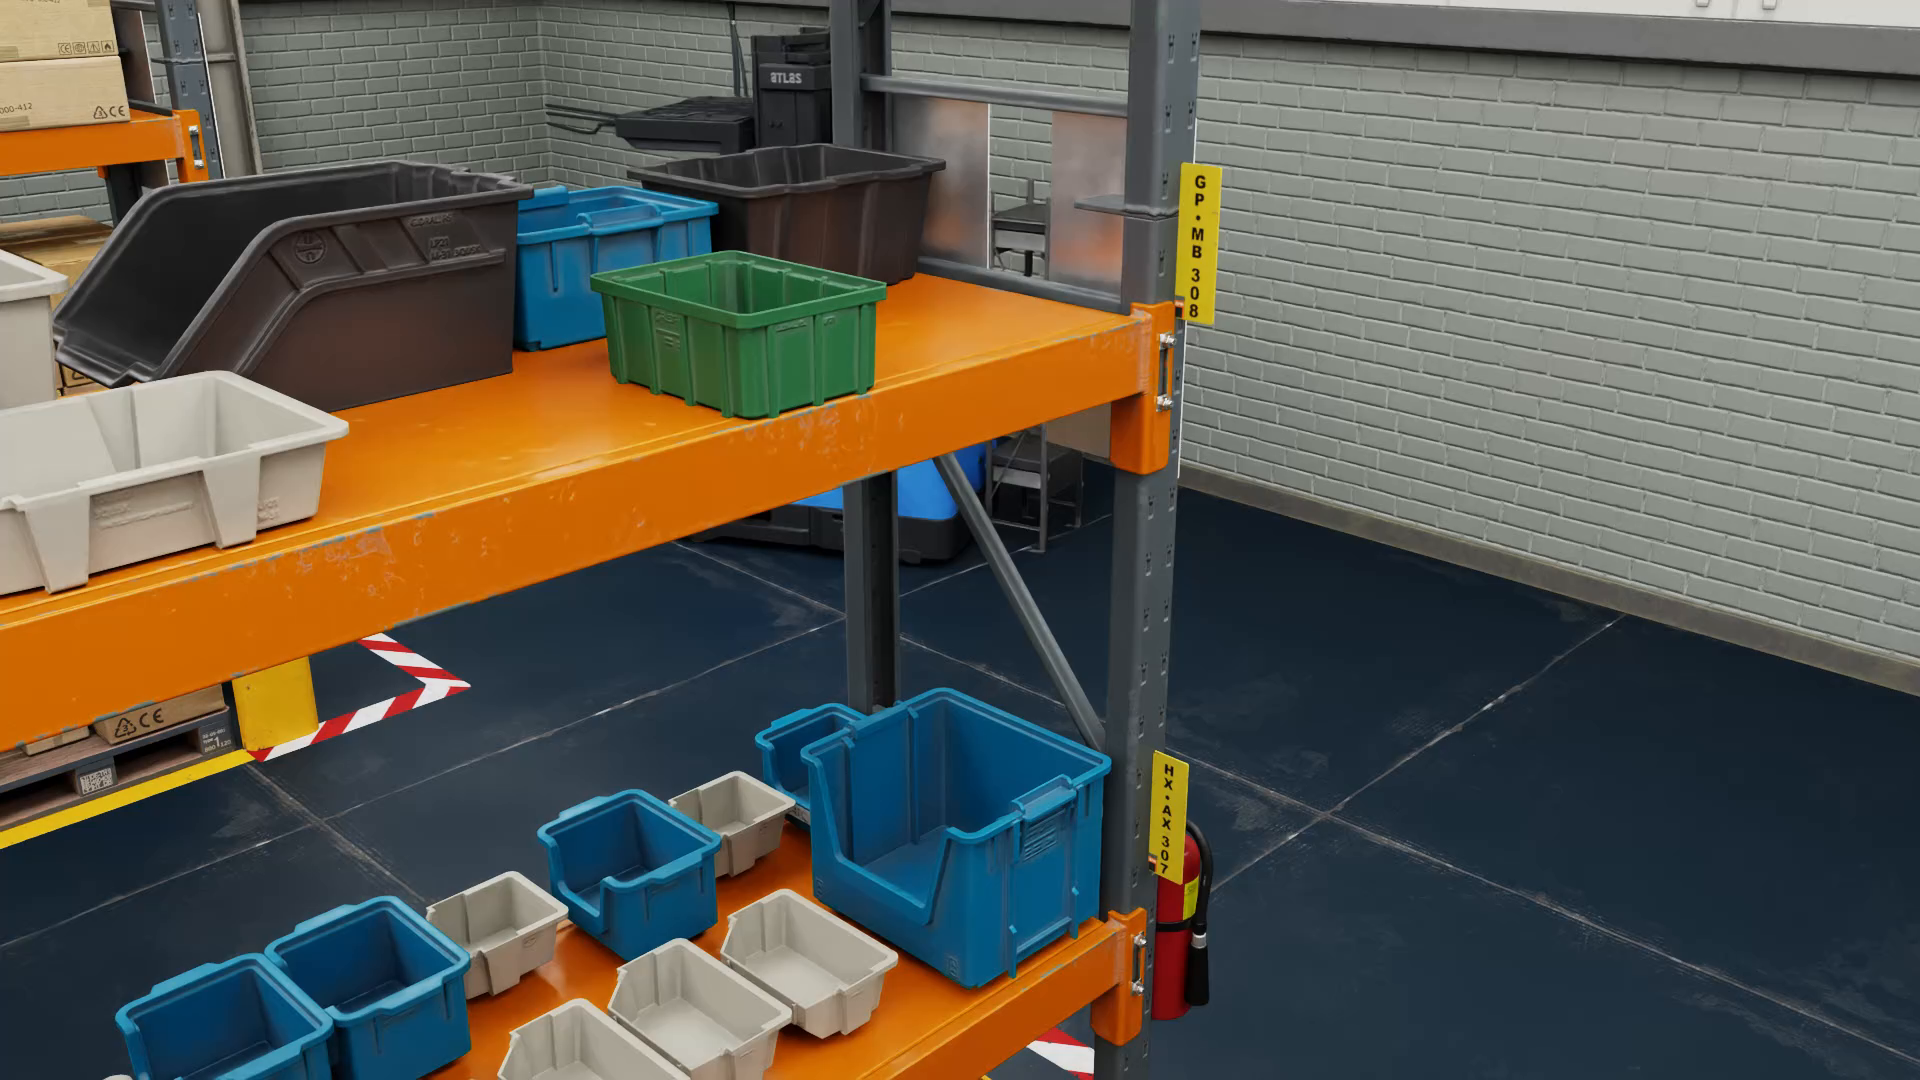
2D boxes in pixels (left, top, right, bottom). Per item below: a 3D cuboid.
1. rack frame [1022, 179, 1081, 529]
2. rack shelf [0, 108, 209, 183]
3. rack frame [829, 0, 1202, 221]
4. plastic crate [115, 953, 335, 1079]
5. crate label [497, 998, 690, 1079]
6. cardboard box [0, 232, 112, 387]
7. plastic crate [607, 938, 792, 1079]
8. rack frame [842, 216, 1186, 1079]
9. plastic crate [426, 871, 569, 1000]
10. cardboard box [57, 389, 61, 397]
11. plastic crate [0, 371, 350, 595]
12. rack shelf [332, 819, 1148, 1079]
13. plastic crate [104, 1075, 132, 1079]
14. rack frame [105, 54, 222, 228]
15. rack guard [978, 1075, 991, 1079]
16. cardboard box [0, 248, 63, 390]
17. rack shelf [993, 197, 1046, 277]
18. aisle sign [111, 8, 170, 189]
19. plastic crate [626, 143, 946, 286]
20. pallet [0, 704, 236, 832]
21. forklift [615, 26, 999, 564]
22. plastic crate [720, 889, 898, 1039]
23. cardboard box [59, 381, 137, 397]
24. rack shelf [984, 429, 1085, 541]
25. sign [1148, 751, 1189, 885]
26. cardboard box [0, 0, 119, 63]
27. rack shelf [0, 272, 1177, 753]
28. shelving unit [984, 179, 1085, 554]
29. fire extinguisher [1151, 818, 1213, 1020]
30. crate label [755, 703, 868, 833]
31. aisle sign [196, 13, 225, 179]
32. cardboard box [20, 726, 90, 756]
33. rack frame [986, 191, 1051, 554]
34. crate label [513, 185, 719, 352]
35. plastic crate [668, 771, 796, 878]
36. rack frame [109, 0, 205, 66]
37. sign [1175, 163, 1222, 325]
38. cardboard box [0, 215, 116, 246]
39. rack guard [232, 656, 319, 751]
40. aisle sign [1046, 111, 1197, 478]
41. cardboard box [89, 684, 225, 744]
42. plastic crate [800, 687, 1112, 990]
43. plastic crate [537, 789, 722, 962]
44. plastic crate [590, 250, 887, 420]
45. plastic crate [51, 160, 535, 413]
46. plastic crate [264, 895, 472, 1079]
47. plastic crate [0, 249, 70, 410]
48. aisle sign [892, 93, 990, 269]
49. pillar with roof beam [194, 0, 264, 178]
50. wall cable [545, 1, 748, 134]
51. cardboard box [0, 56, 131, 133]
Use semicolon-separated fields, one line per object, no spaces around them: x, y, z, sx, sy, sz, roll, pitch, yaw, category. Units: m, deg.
0.570;-1.087;9.977;0.400;2.100;0.015;11;24;27;rack frame
-4.853;-1.188;5.806;1.077;0.370;4.000;19;28;41;rack shelf
0.088;-2.197;3.248;1.000;3.000;0.127;19;28;41;rack frame
-1.448;1.050;3.312;0.416;0.233;0.300;19;28;41;plastic crate
-0.740;1.102;3.311;0.396;0.136;0.243;19;28;41;crate label
-3.571;-0.968;6.878;0.500;0.500;0.500;19;28;40;cardboard box
-0.563;1.024;3.513;0.396;0.136;0.243;19;28;41;plastic crate
0.088;0.603;4.325;1.000;3.000;0.127;19;28;41;rack frame
-1.076;0.915;3.796;0.250;0.136;0.298;19;28;41;plastic crate
-3.935;-0.367;6.709;0.500;0.500;0.500;20;28;41;cardboard box
-1.175;-0.081;2.290;0.437;0.136;0.530;19;28;41;plastic crate
-1.307;1.453;3.116;1.077;0.370;4.000;19;28;41;rack shelf
-1.703;1.204;3.046;0.293;0.136;0.466;19;28;41;plastic crate
-3.458;-0.638;7.553;1.000;3.000;0.127;19;28;41;rack frame
0.096;1.760;4.798;1.175;0.500;0.348;19;28;41;rack guard
-3.923;-0.838;6.540;0.500;0.500;0.500;-19;28;-41;cardboard box
0.451;-1.652;9.532;0.431;0.518;0.480;11;24;27;rack shelf
-3.621;-1.942;7.323;0.394;0.787;0.004;19;28;41;aisle sign
-0.380;-0.707;3.734;0.497;0.269;0.590;19;28;41;plastic crate
-4.066;0.889;7.468;1.003;0.211;1.213;19;28;41;pallet
-1.331;-1.524;9.955;3.031;2.935;1.130;7;22;17;forklift
-0.351;0.953;3.698;0.396;0.136;0.243;19;28;41;plastic crate
-3.575;-0.501;7.058;0.500;0.500;0.500;-19;28;-40;cardboard box
0.451;-0.345;10.034;0.431;0.518;0.480;11;24;27;rack shelf
0.494;0.660;3.948;0.100;0.325;0.005;19;28;41;sign
-3.634;-2.005;6.442;0.500;0.250;0.500;19;28;41;cardboard box
-1.307;0.053;2.578;1.077;0.370;4.000;19;28;41;rack shelf
0.451;-1.011;9.778;0.431;2.100;0.503;11;24;27;shelving unit
0.519;0.888;4.210;0.296;0.674;0.183;19;28;41;fire extinguisher
-0.320;0.634;4.393;0.416;0.233;0.303;19;28;41;crate label
-3.191;-1.792;6.932;0.394;0.787;0.004;19;28;41;aisle sign
-4.008;0.763;7.246;0.380;0.166;0.250;19;28;41;cardboard box
0.331;-0.935;9.580;0.400;2.100;0.015;11;24;27;rack frame
-0.787;-0.571;3.406;0.408;0.251;0.502;19;28;41;crate label
-0.603;0.741;4.250;0.250;0.136;0.298;19;28;41;plastic crate
-3.458;-3.438;6.476;1.000;3.000;0.127;19;28;41;rack frame
0.494;-0.615;3.458;0.100;0.325;0.005;19;28;41;sign
-3.956;-1.103;7.230;0.500;0.500;0.500;-19;28;-40;cardboard box
-3.511;0.549;7.950;1.175;0.500;0.348;19;28;41;rack guard
0.349;-0.556;3.716;0.394;0.787;0.004;19;28;41;aisle sign
-3.661;0.525;7.398;0.500;0.500;0.500;19;28;41;cardboard box
-0.011;0.691;3.962;0.616;0.435;0.499;19;28;41;plastic crate
-0.779;0.804;3.953;0.416;0.233;0.300;19;28;41;plastic crate
-0.395;-0.373;2.979;0.450;0.188;0.336;19;28;41;plastic crate
-1.174;-0.444;2.955;0.504;0.338;0.767;19;28;41;plastic crate
-1.238;0.973;3.513;0.416;0.233;0.300;19;28;41;plastic crate
-1.679;-0.249;2.526;0.437;0.282;0.530;19;28;41;plastic crate
-0.074;-0.703;4.100;0.394;0.787;0.004;19;28;41;aisle sign
-2.662;-4.510;9.265;9.100;9.000;0.400;19;28;41;pillar with roof beam
-2.808;-4.592;13.806;3.097;2.526;0.112;19;28;41;wall cable
-3.627;-1.770;6.526;0.500;0.250;0.500;19;28;41;cardboard box
